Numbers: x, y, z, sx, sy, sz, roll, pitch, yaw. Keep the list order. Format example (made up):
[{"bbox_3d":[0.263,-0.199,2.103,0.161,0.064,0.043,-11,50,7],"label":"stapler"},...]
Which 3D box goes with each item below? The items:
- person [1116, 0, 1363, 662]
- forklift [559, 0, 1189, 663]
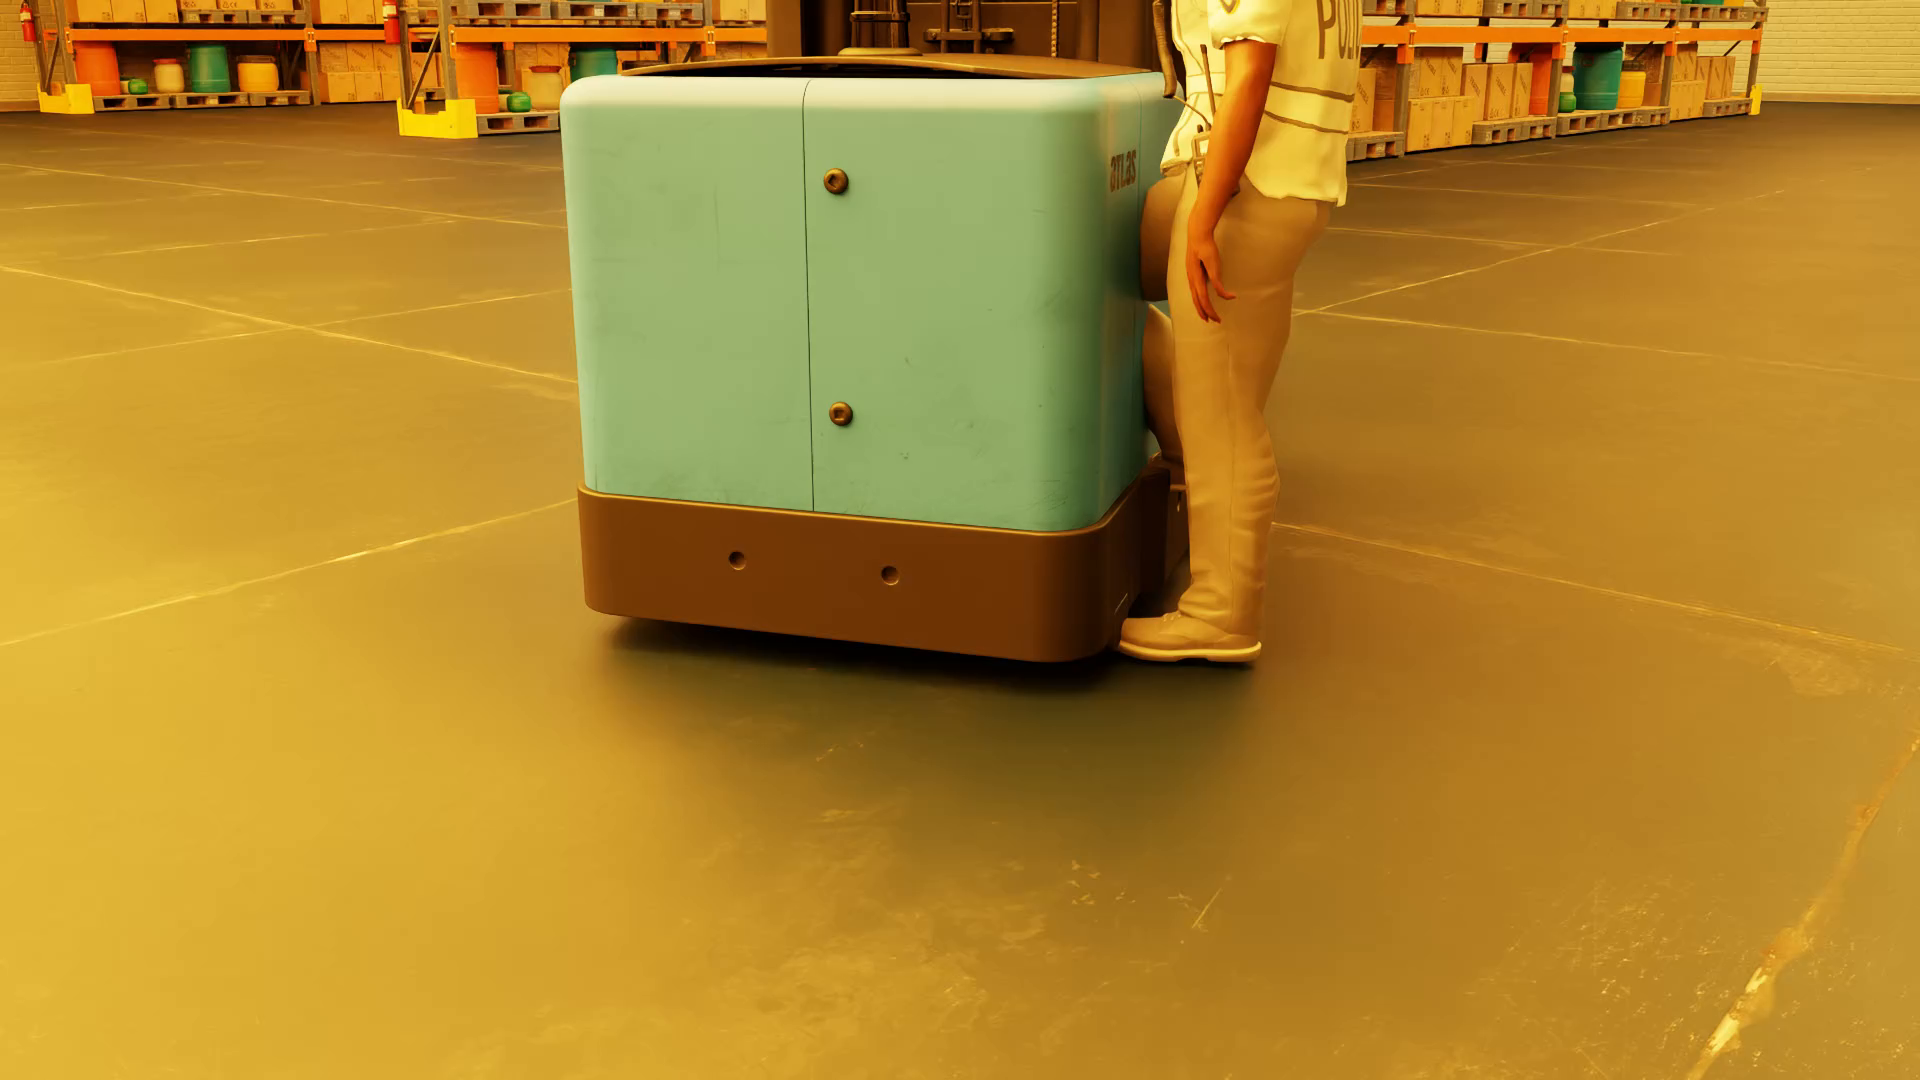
[{"bbox_3d":[0.410,-0.601,3.006,0.567,1.677,0.572,8,19,24],"label":"person"},{"bbox_3d":[0.182,-1.571,4.072,1.130,2.935,3.031,5,18,17],"label":"forklift"}]
